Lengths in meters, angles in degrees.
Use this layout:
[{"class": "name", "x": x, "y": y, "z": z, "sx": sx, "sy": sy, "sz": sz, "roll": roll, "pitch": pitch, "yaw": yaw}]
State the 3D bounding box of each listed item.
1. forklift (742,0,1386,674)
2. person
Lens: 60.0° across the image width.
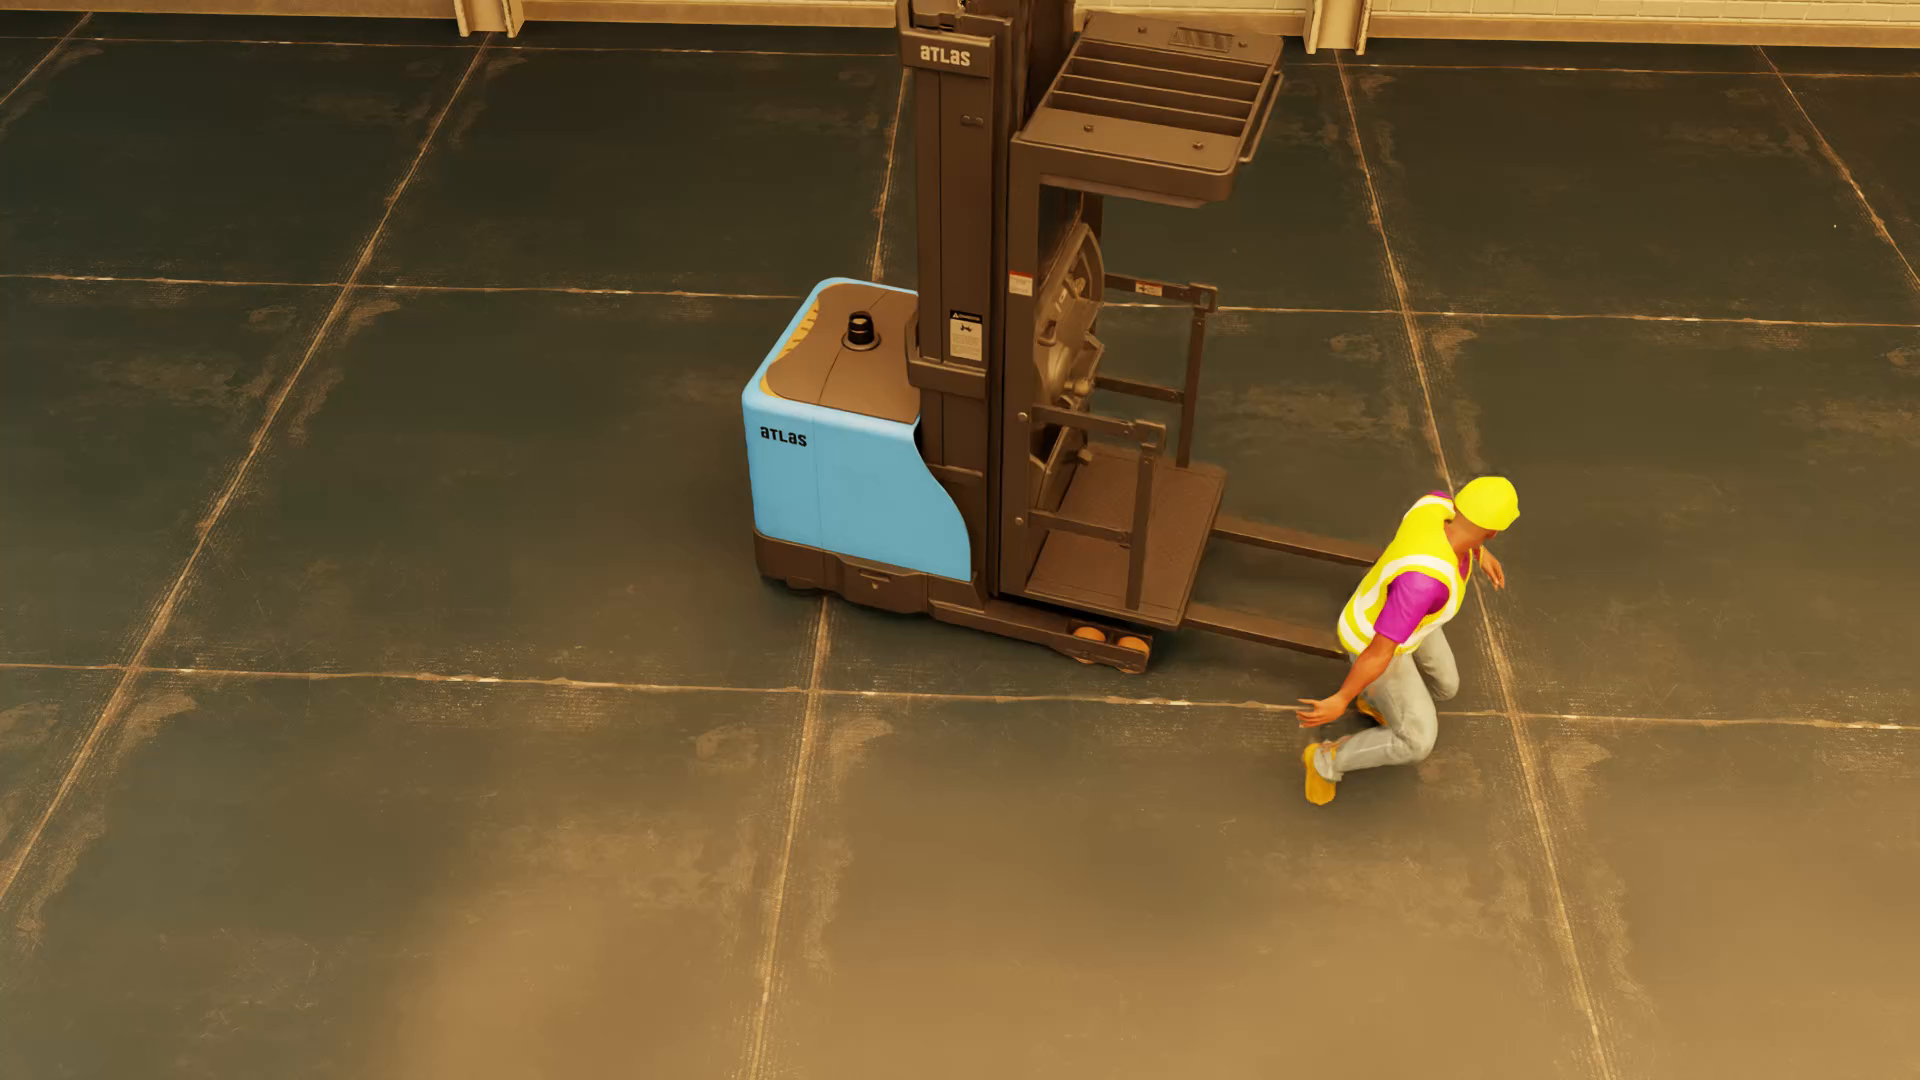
[{"class": "forklift", "x": 0.634, "y": -0.902, "z": 6.730, "sx": 3.031, "sy": 2.935, "sz": 1.130, "roll": 12, "pitch": 44, "yaw": 13}, {"class": "person", "x": 1.684, "y": 0.401, "z": 6.352, "sx": 0.507, "sy": 1.652, "sz": 1.049, "roll": 23, "pitch": 47, "yaw": 23}]
